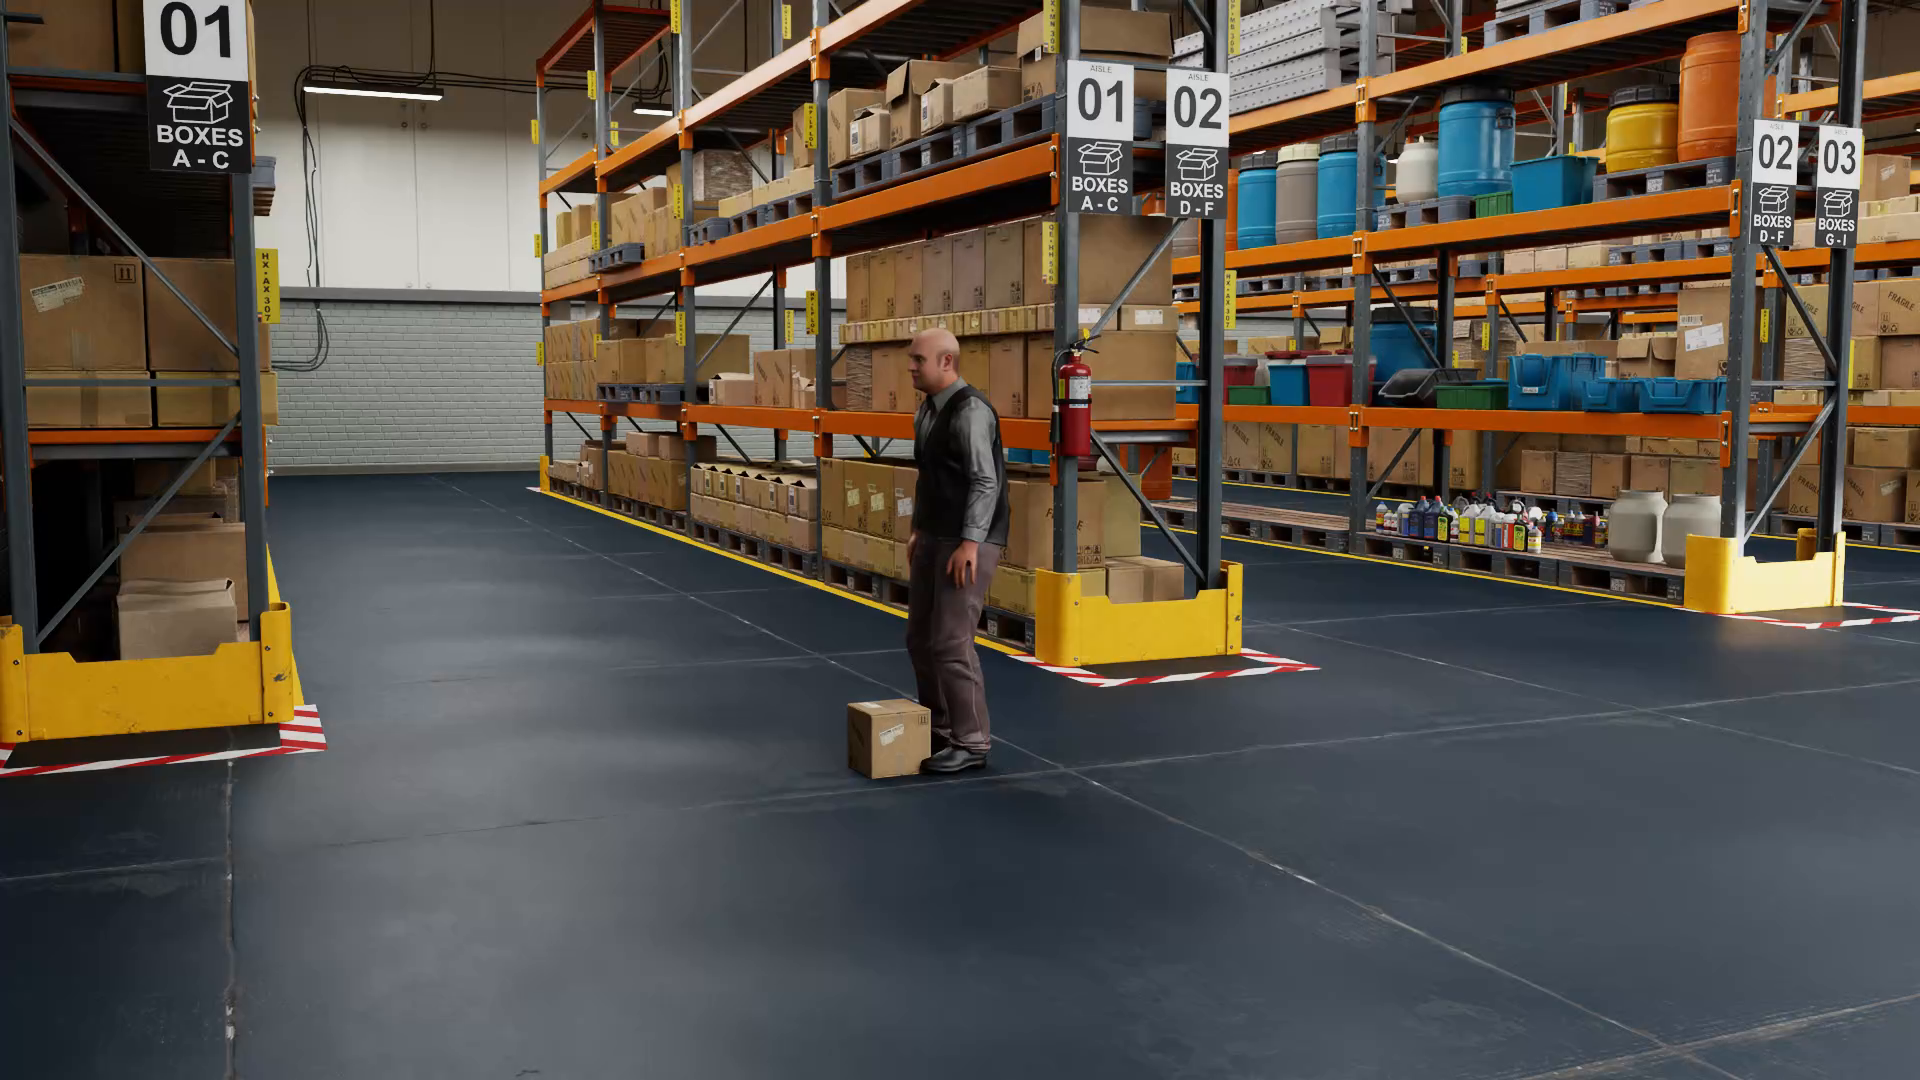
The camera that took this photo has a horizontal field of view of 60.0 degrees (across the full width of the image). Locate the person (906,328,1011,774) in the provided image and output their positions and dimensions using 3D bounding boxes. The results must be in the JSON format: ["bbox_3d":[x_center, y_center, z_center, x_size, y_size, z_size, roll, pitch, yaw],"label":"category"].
[{"bbox_3d":[-0.028,0.030,6.560,0.421,1.720,0.580,-2,6,-24],"label":"person"}]
